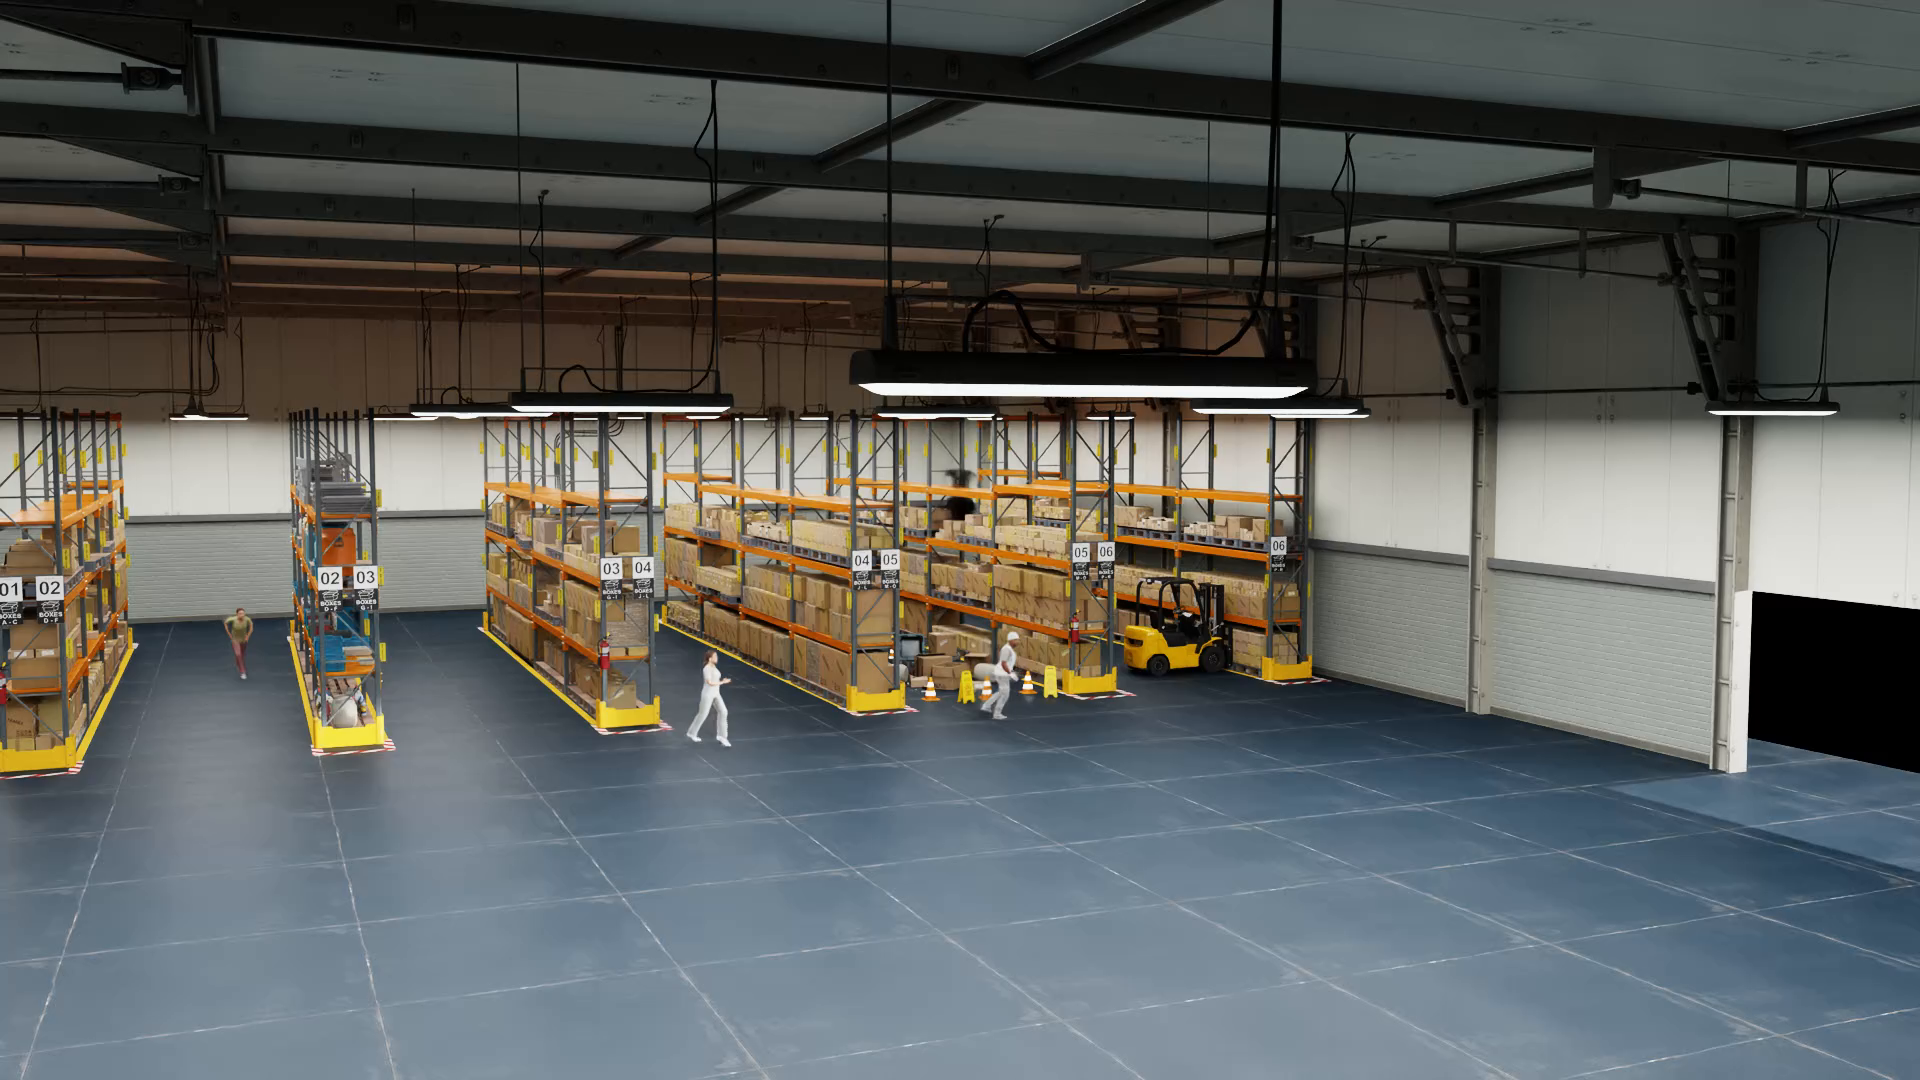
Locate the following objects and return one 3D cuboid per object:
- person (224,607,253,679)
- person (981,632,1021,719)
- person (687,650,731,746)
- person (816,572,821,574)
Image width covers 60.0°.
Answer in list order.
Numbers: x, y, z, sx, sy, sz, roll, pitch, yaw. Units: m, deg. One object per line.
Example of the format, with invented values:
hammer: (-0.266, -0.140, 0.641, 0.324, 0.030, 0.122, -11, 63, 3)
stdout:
person: (-16.318, 2.307, 37.639, 0.603, 1.627, 0.985, -2, 4, -26)
person: (0.790, 2.618, 32.171, 0.785, 1.716, 0.653, 0, 4, 6)
person: (-4.474, 2.805, 29.585, 0.854, 1.718, 0.511, 1, 4, 20)
person: (-3.832, 1.702, 45.717, 0.910, 1.615, 0.674, 3, 5, 37)
